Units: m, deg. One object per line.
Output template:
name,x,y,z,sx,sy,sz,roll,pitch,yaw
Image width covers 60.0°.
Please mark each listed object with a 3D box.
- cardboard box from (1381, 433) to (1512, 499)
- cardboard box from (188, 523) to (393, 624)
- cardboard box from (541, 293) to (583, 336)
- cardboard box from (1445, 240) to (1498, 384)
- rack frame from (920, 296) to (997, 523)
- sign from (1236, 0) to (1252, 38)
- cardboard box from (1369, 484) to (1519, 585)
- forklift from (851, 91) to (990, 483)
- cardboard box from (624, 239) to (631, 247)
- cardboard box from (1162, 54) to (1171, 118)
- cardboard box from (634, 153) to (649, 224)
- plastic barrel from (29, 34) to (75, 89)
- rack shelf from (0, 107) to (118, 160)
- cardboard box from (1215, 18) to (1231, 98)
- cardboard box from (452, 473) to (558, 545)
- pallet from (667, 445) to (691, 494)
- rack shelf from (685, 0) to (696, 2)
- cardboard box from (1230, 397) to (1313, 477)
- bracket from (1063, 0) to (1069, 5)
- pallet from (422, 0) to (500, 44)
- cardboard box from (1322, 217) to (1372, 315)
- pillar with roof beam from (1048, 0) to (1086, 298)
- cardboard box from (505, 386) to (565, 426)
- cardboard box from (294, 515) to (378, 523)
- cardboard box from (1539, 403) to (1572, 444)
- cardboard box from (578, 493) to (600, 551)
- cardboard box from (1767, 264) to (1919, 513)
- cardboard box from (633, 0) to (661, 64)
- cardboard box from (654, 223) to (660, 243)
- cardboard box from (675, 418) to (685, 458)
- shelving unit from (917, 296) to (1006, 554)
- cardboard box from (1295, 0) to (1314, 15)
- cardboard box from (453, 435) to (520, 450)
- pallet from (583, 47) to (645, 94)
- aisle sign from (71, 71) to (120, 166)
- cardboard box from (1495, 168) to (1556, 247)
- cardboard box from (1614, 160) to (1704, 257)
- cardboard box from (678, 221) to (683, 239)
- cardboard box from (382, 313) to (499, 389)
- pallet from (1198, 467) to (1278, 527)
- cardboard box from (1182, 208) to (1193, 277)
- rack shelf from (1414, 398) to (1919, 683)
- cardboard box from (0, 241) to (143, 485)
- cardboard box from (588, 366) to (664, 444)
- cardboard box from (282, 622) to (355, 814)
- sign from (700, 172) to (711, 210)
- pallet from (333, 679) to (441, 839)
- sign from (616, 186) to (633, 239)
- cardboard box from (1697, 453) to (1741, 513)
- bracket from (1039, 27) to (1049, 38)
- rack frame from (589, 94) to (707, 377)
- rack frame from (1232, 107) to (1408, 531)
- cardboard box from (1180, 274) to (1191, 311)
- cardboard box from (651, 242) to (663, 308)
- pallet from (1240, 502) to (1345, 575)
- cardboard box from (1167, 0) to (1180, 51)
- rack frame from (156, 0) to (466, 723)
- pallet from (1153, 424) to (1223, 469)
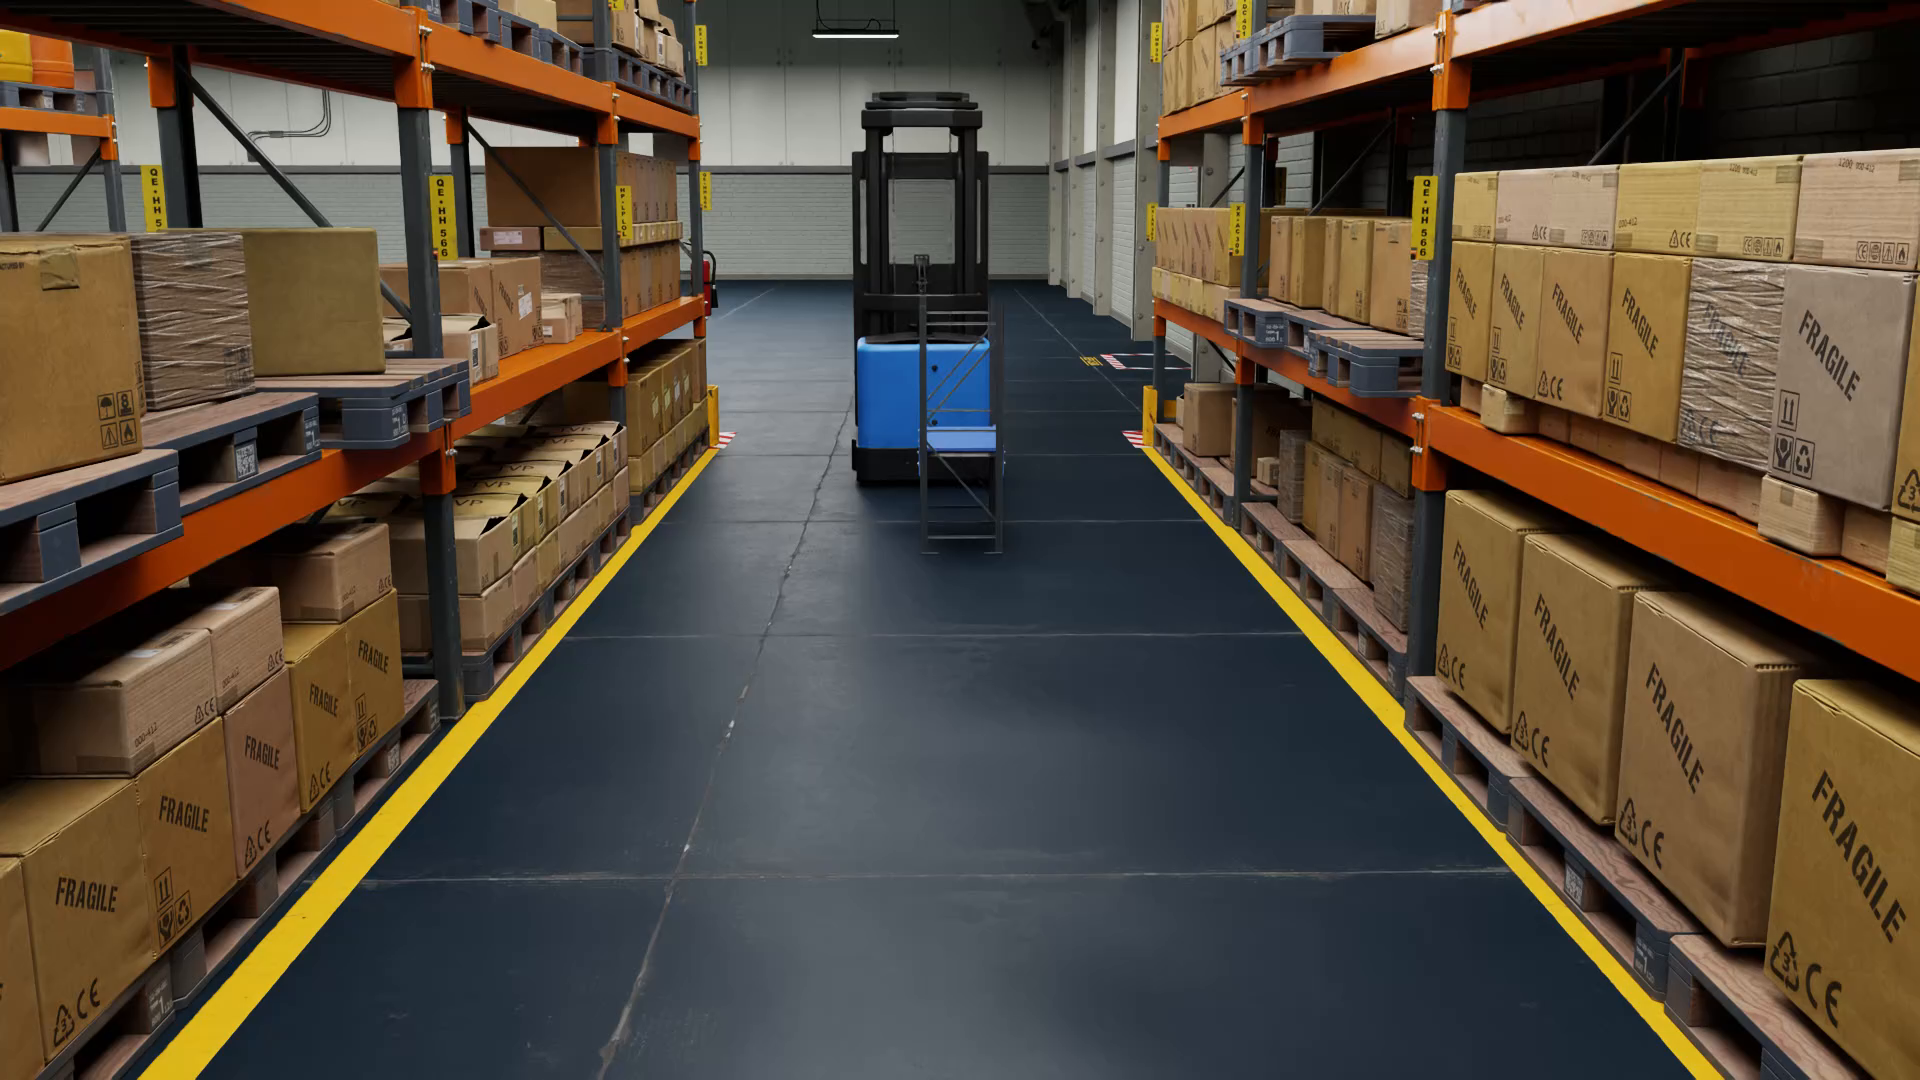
cardboard box,2.366,-0.364,8.104,0.500,0.250,0.500,0,11,0
cardboard box,-2.311,0.110,5.769,0.500,0.250,0.500,0,11,1
cardboard box,-2.599,-1.352,10.058,0.500,0.250,0.500,0,11,2
cardboard box,2.137,-0.857,6.187,0.500,0.500,0.500,0,11,1
rack frame,-0.012,-0.853,10.992,0.500,1.500,0.032,0,11,-1
sign,1.757,-3.264,10.261,0.100,0.325,0.005,0,11,-1
cardboard box,2.421,0.014,8.126,0.700,0.500,0.500,0,11,-1
forklift,-0.329,-2.112,13.597,1.130,2.935,3.031,-1,11,-3
cardboard box,-2.484,-2.098,11.473,0.380,0.149,0.250,0,11,-2
cardboard box,1.974,-3.801,13.905,0.500,0.500,0.500,0,11,0
cardboard box,-2.699,-2.596,12.296,0.700,0.500,0.500,0,11,-1
plastic barrel,-7.551,-4.089,13.491,0.600,0.830,0.708,0,11,-1
rack shelf,-7.647,-3.019,12.161,1.077,0.370,4.000,0,11,-1
cardboard box,2.044,-3.273,11.304,0.500,0.500,0.500,-1,12,-6
cardboard box,-2.315,-0.173,8.315,0.500,0.311,0.500,-1,11,-3
pallet,-2.656,-0.558,12.780,1.003,0.211,1.213,0,11,-1
rack shelf,-2.694,-4.313,11.999,1.077,0.370,4.000,0,11,-1
cardboard box,2.238,-0.741,11.850,0.500,0.500,0.500,-1,12,-5
bracket,2.307,-11.083,33.503,0.076,0.066,4.783,0,11,-1
pallet,-2.674,-2.240,6.989,1.213,0.211,1.003,0,11,1
cardboard box,2.325,-1.466,8.883,0.700,0.500,0.500,1,12,7
pillar with roof beam,-1.704,-9.897,36.712,9.100,9.000,0.548,0,11,-1
cardboard box,-2.880,-0.940,11.622,0.500,0.500,0.500,0,11,-1
cardboard box,-2.827,0.035,7.290,0.500,0.311,0.500,0,11,0
cardboard box,2.203,-0.417,5.652,0.380,0.149,0.250,0,11,-2
cardboard box,-2.335,-0.098,9.359,0.500,0.250,0.500,0,11,0
cardboard box,2.183,-0.351,3.696,0.500,0.500,0.500,0,11,-1
cardboard box,-2.561,-3.647,11.777,0.797,0.503,0.637,1,12,5
cardboard box,-2.509,-2.353,12.730,0.380,0.149,0.250,0,11,0
cardboard box,-2.386,-0.773,12.687,0.500,0.250,0.500,0,11,-1
shelving unit,-0.002,-0.752,10.494,0.538,1.500,1.048,0,11,-1
cardboard box,2.231,-3.161,9.742,0.500,0.500,0.500,1,12,7
cardboard box,-2.888,-0.474,9.800,0.500,0.311,0.500,0,11,-2
pallet,-2.696,-3.120,11.071,1.003,0.211,1.213,0,11,-1
aisle sign,-7.392,-3.589,14.166,0.394,0.787,0.004,0,11,-1
cardboard box,2.146,-1.124,5.617,0.500,0.250,0.500,0,11,-2
cardboard box,2.177,-0.923,4.627,0.500,0.250,0.500,0,11,-2
cardboard box,-2.537,-2.610,13.999,0.380,0.149,0.250,0,11,-2
cardboard box,-2.395,-0.863,7.495,0.500,0.311,0.500,0,11,-2
pallet,2.251,-0.311,11.563,1.003,0.211,1.213,0,11,-1
cardboard box,1.954,-2.244,12.516,0.500,0.500,0.500,0,11,1
rack shelf,2.424,0.001,4.821,1.077,0.370,4.000,0,11,-1
cardboard box,-2.351,-0.420,3.776,0.700,0.500,0.500,2,12,8
cardboard box,-2.368,-0.942,11.632,0.500,0.500,0.500,0,11,-1
cardboard box,-2.306,0.569,5.392,0.500,0.500,0.500,-1,11,-3
sign,-2.193,-3.002,14.303,0.100,0.325,0.005,0,11,-1
pallet,-2.593,0.787,6.150,1.003,0.211,1.213,0,11,-1
sign,-2.111,-2.056,10.438,0.100,0.325,0.005,0,11,-1
cardboard box,2.193,-0.160,4.384,0.380,0.149,0.250,-1,11,-3
bracket,2.130,-12.788,41.906,0.235,0.232,0.430,0,11,-1
rack frame,-2.735,-2.319,14.444,1.000,3.000,0.127,0,11,-1
rack frame,2.300,-1.545,10.629,1.000,3.000,0.127,0,11,-1
cardboard box,1.948,-1.873,12.573,0.500,0.250,0.500,0,11,-1
cardboard box,-2.718,-2.072,12.975,0.700,0.500,0.500,0,11,-1
pallet,2.317,-0.023,10.143,1.003,0.211,1.213,0,11,-1
cardboard box,1.942,-4.181,13.264,0.500,0.500,0.500,0,11,-2
rack frame,-2.570,-0.728,6.605,1.000,3.000,0.127,0,11,-1
pallet,2.200,-0.796,13.954,1.003,0.211,1.213,0,11,-1
